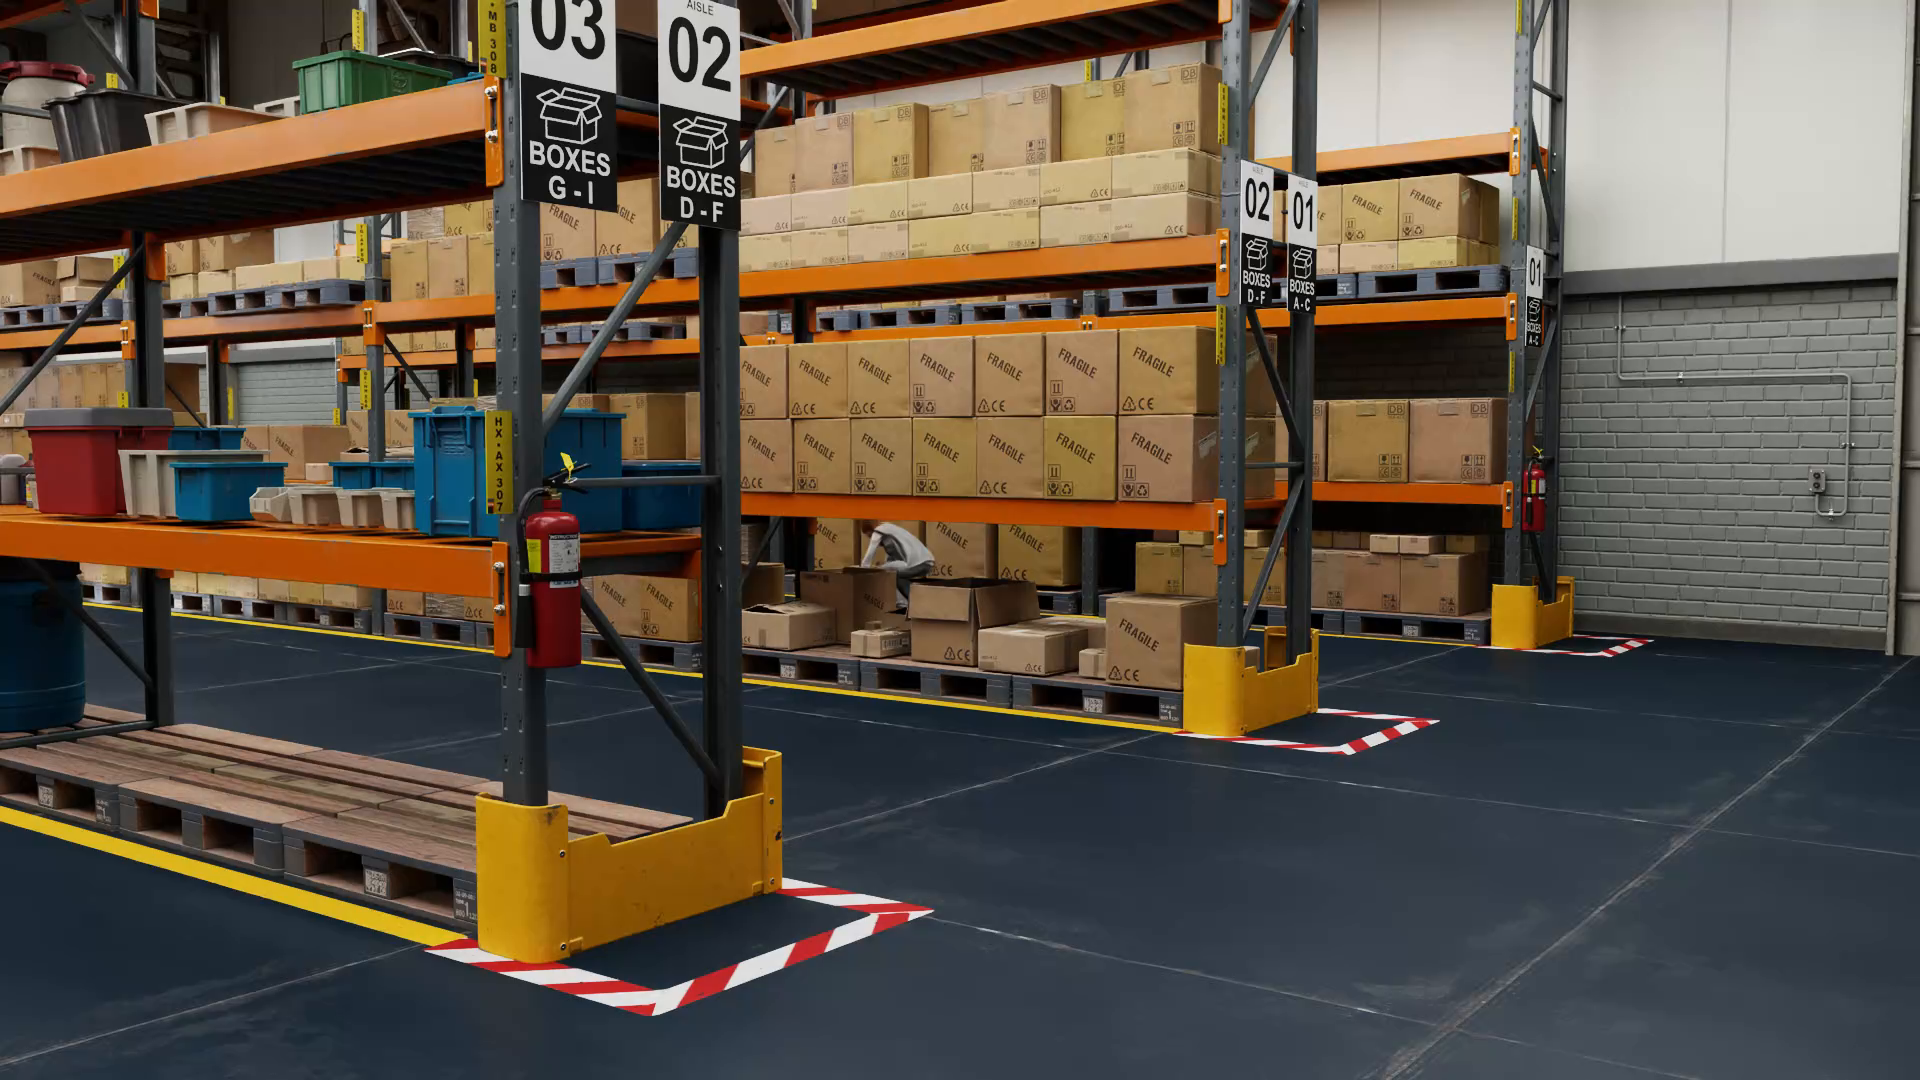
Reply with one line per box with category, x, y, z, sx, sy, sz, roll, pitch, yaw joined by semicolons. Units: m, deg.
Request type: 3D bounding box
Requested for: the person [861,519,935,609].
person;-0.618;0.252;15.768;0.790;0.933;0.451;3;4;37
